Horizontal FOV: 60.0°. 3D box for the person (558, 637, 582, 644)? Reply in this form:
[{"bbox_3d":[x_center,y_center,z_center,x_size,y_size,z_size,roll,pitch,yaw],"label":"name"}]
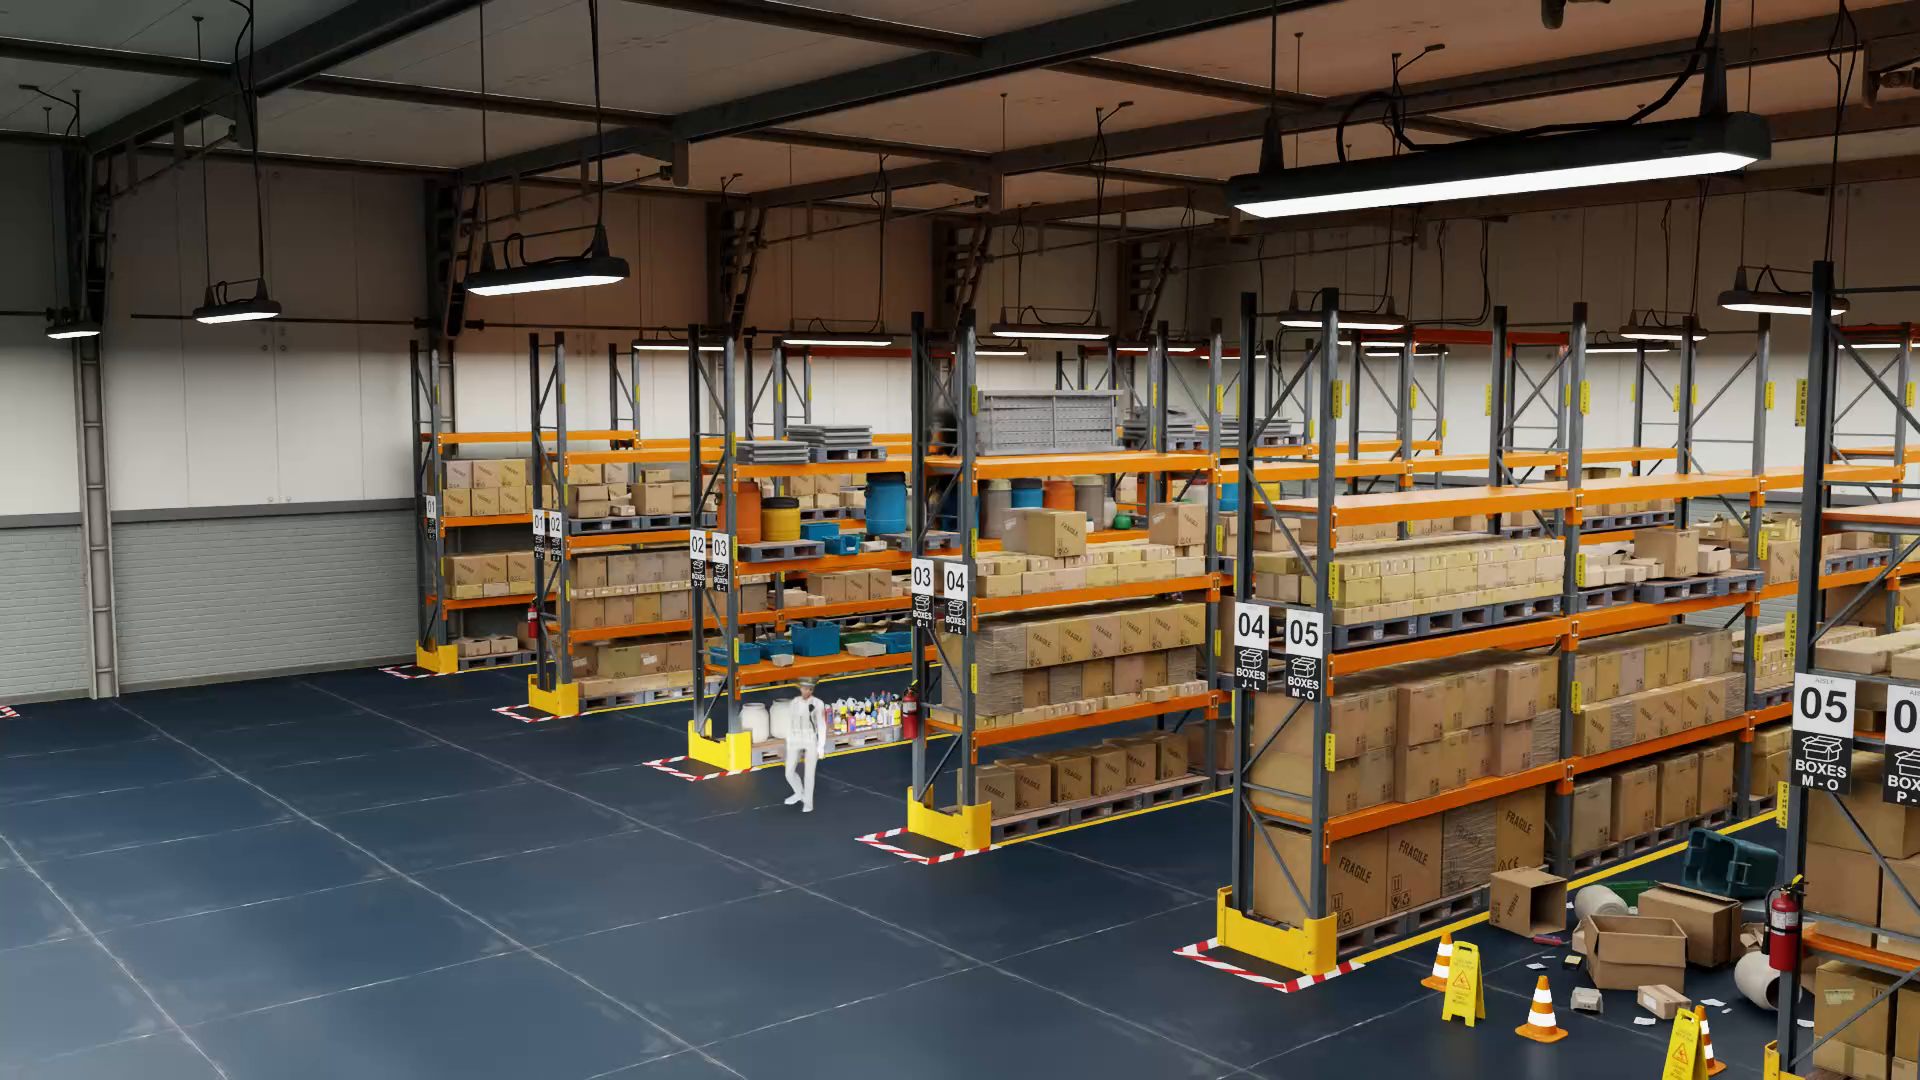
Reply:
[{"bbox_3d":[-6.714,1.692,28.750,0.517,1.700,0.807,2,6,23],"label":"person"}]

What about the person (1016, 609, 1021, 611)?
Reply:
[{"bbox_3d":[0.775,1.581,30.153,0.612,1.547,0.912,3,6,32],"label":"person"}]

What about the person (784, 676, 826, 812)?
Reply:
[{"bbox_3d":[-1.887,2.462,20.166,0.566,1.668,0.437,1,5,10],"label":"person"}]
